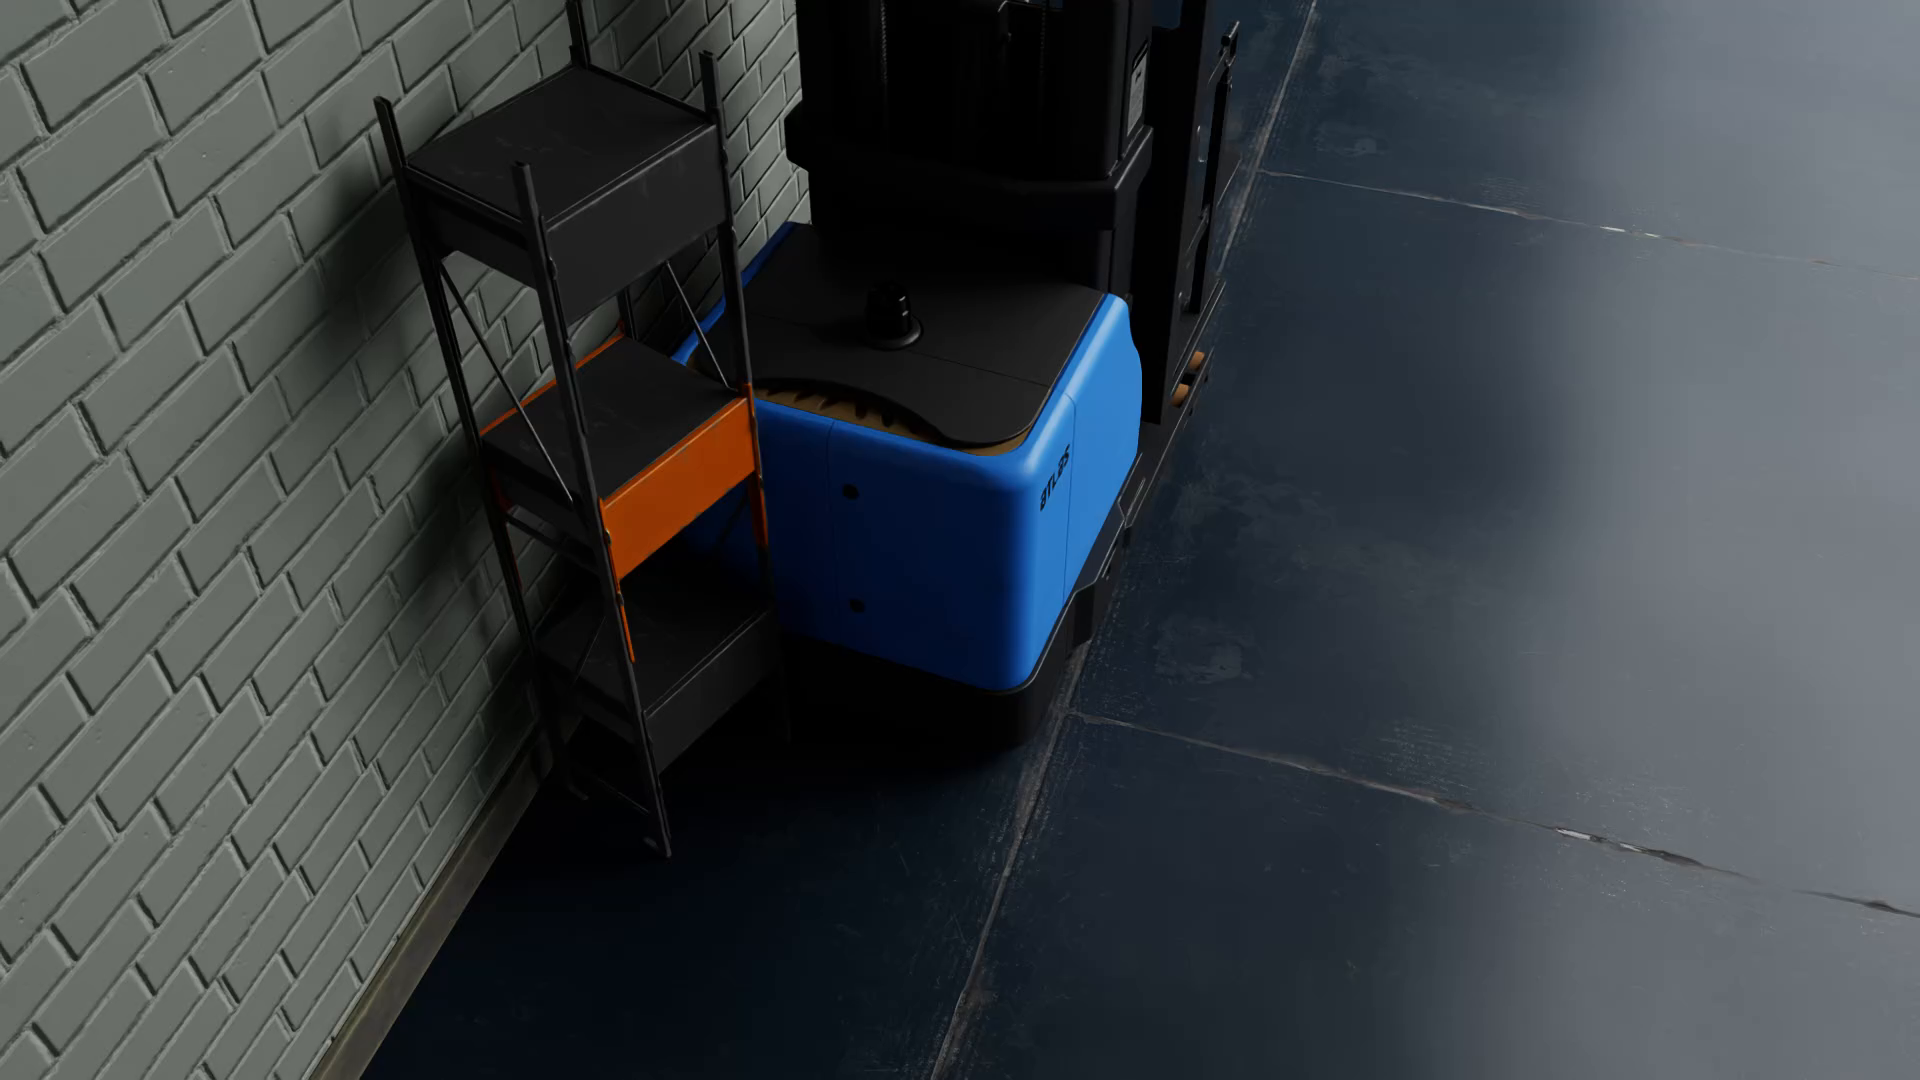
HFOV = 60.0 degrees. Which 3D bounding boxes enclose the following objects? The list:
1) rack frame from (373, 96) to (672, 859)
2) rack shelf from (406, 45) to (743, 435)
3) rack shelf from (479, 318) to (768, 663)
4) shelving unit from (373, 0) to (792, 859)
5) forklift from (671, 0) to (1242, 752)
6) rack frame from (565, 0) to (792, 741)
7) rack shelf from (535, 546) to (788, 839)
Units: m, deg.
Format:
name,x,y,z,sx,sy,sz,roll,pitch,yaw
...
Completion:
name,x,y,z,sx,sy,sz,roll,pitch,yaw
rack frame,-0.925,0.008,3.738,0.400,2.100,0.015,27,51,25
rack shelf,-0.779,-0.617,3.395,0.431,0.518,0.480,27,51,25
rack shelf,-0.781,-0.120,3.888,0.431,0.518,0.480,27,51,25
shelving unit,-0.781,-0.130,3.878,0.431,2.100,0.503,27,51,25
forklift,0.230,-1.513,4.701,1.130,2.935,3.031,15,46,15
rack frame,-0.637,-0.268,4.018,0.400,2.100,0.015,27,51,25
rack shelf,-0.783,0.377,4.380,0.431,0.518,0.480,27,51,25
